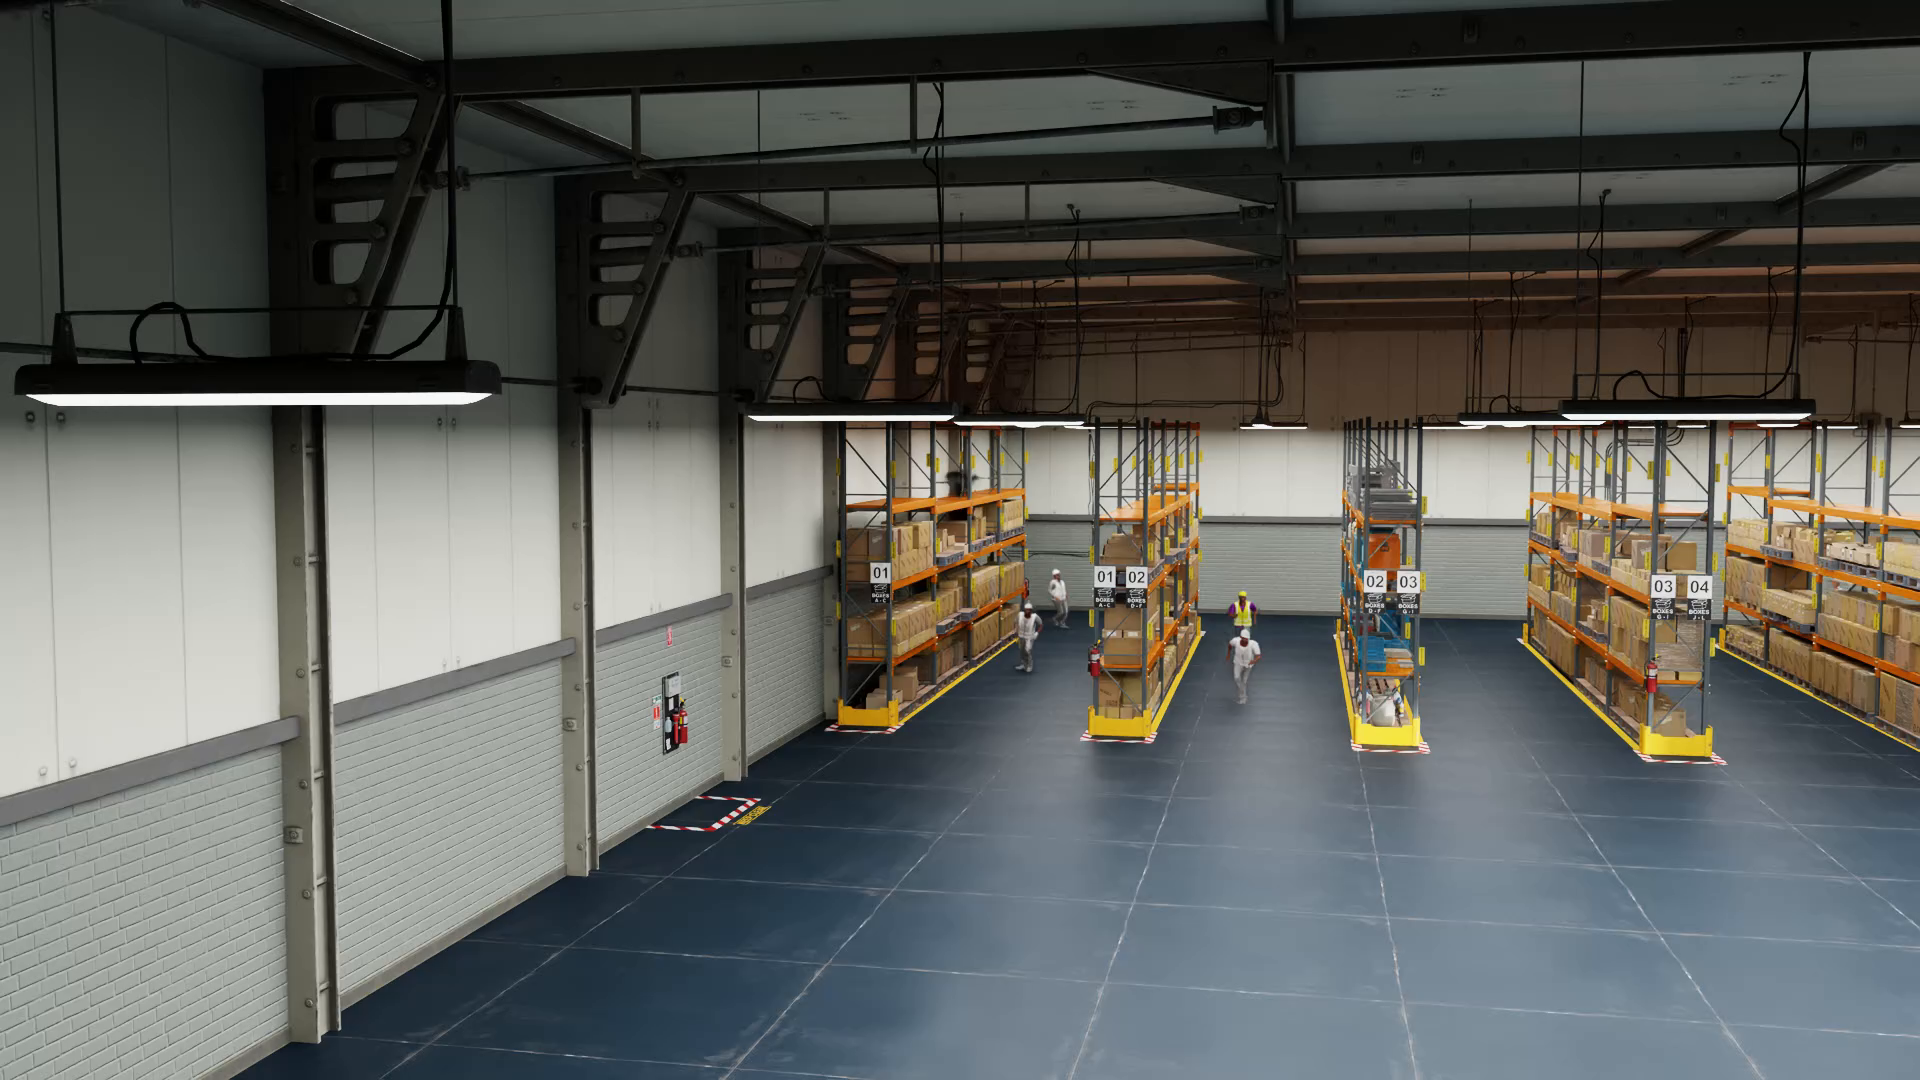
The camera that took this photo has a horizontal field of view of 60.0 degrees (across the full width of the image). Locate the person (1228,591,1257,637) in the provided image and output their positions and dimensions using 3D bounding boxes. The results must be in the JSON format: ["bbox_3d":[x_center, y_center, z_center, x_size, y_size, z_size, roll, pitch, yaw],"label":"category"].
[{"bbox_3d":[6.991,2.164,41.163,0.691,1.823,0.863,1,4,11],"label":"person"}]

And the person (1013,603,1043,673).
[{"bbox_3d":[1.605,2.329,39.761,0.745,1.692,0.774,2,4,27],"label":"person"}]

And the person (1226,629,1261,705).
[{"bbox_3d":[5.983,2.627,35.093,0.723,1.591,1.081,1,4,10],"label":"person"}]

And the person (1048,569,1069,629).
[{"bbox_3d":[2.876,1.721,48.476,0.700,1.732,0.596,-3,5,-40],"label":"person"}]

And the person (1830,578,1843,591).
[{"bbox_3d":[23.623,1.910,44.885,0.800,1.845,0.649,0,4,3],"label":"person"}]
